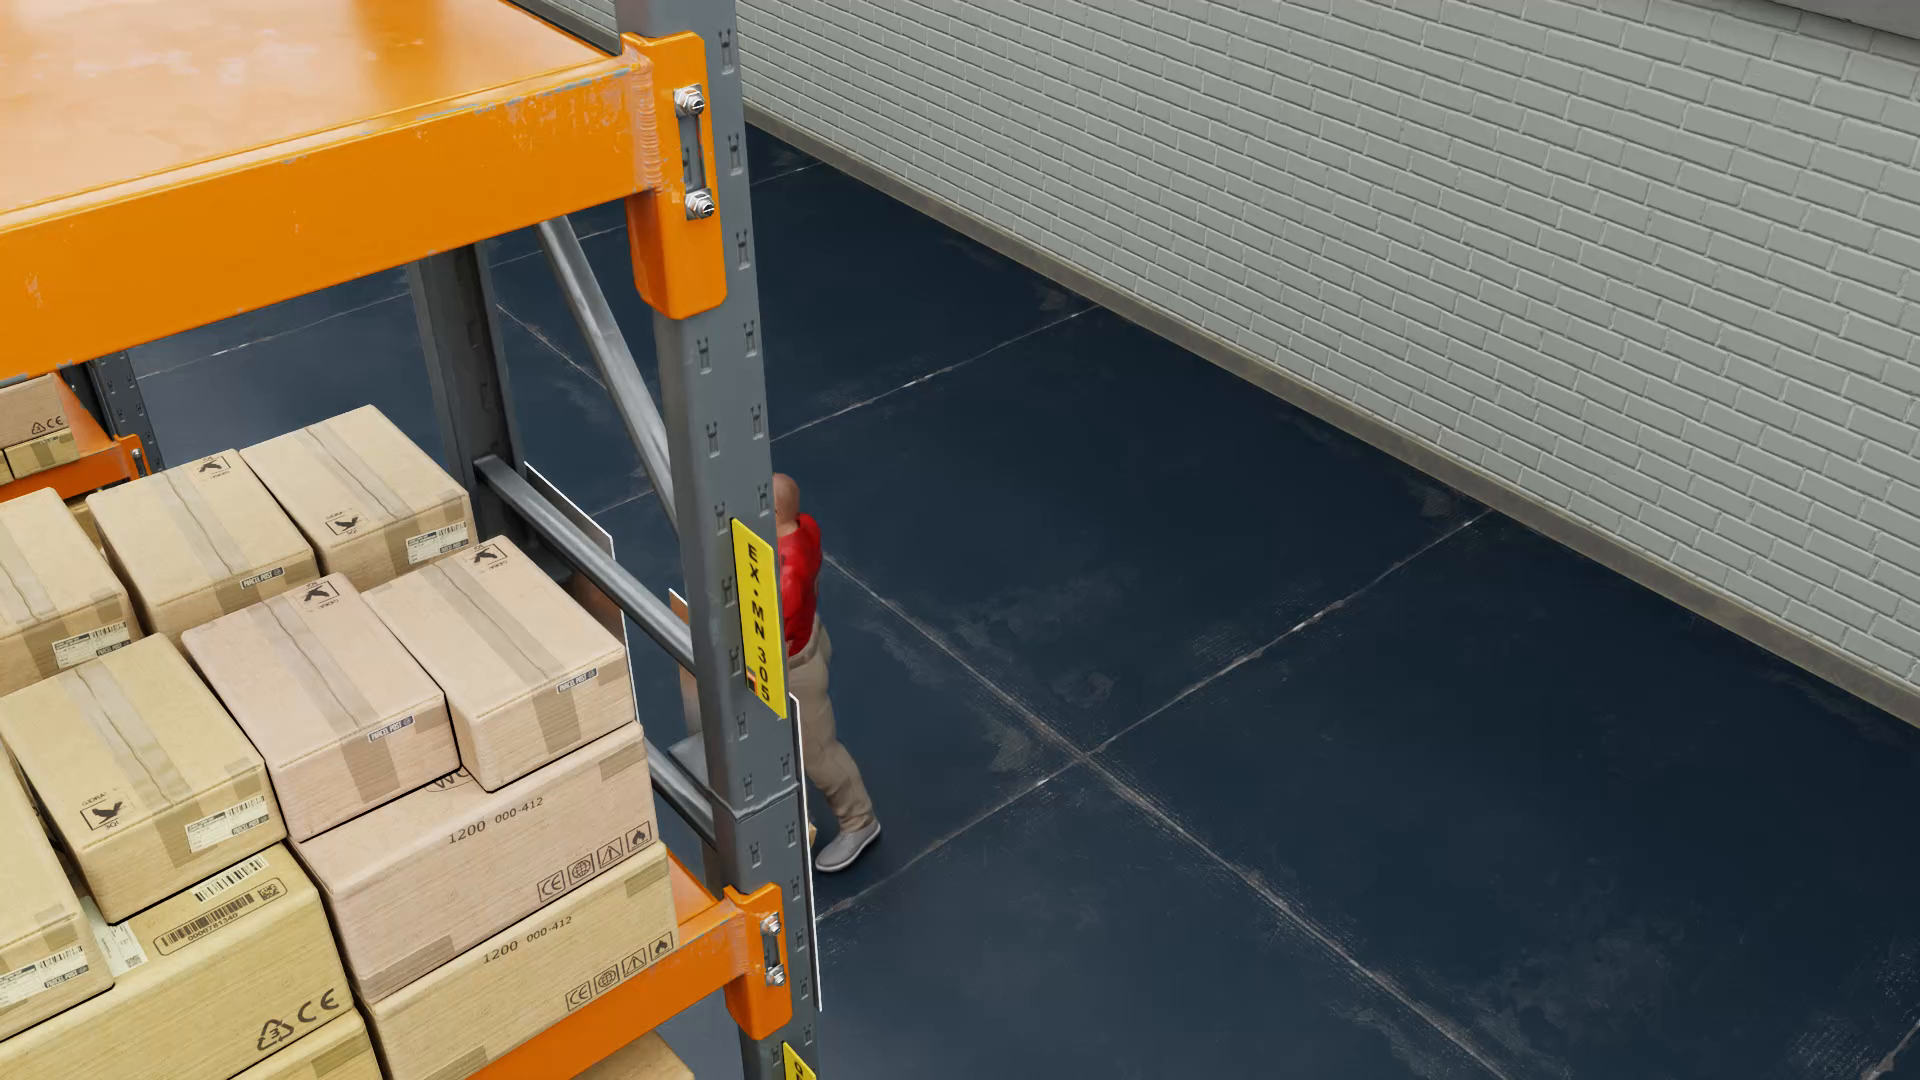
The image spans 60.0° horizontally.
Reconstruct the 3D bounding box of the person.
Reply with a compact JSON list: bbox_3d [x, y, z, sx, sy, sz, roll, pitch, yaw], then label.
[{"bbox_3d":[-0.655,0.471,6.440,0.658,1.719,0.635,1,36,1],"label":"person"}]
